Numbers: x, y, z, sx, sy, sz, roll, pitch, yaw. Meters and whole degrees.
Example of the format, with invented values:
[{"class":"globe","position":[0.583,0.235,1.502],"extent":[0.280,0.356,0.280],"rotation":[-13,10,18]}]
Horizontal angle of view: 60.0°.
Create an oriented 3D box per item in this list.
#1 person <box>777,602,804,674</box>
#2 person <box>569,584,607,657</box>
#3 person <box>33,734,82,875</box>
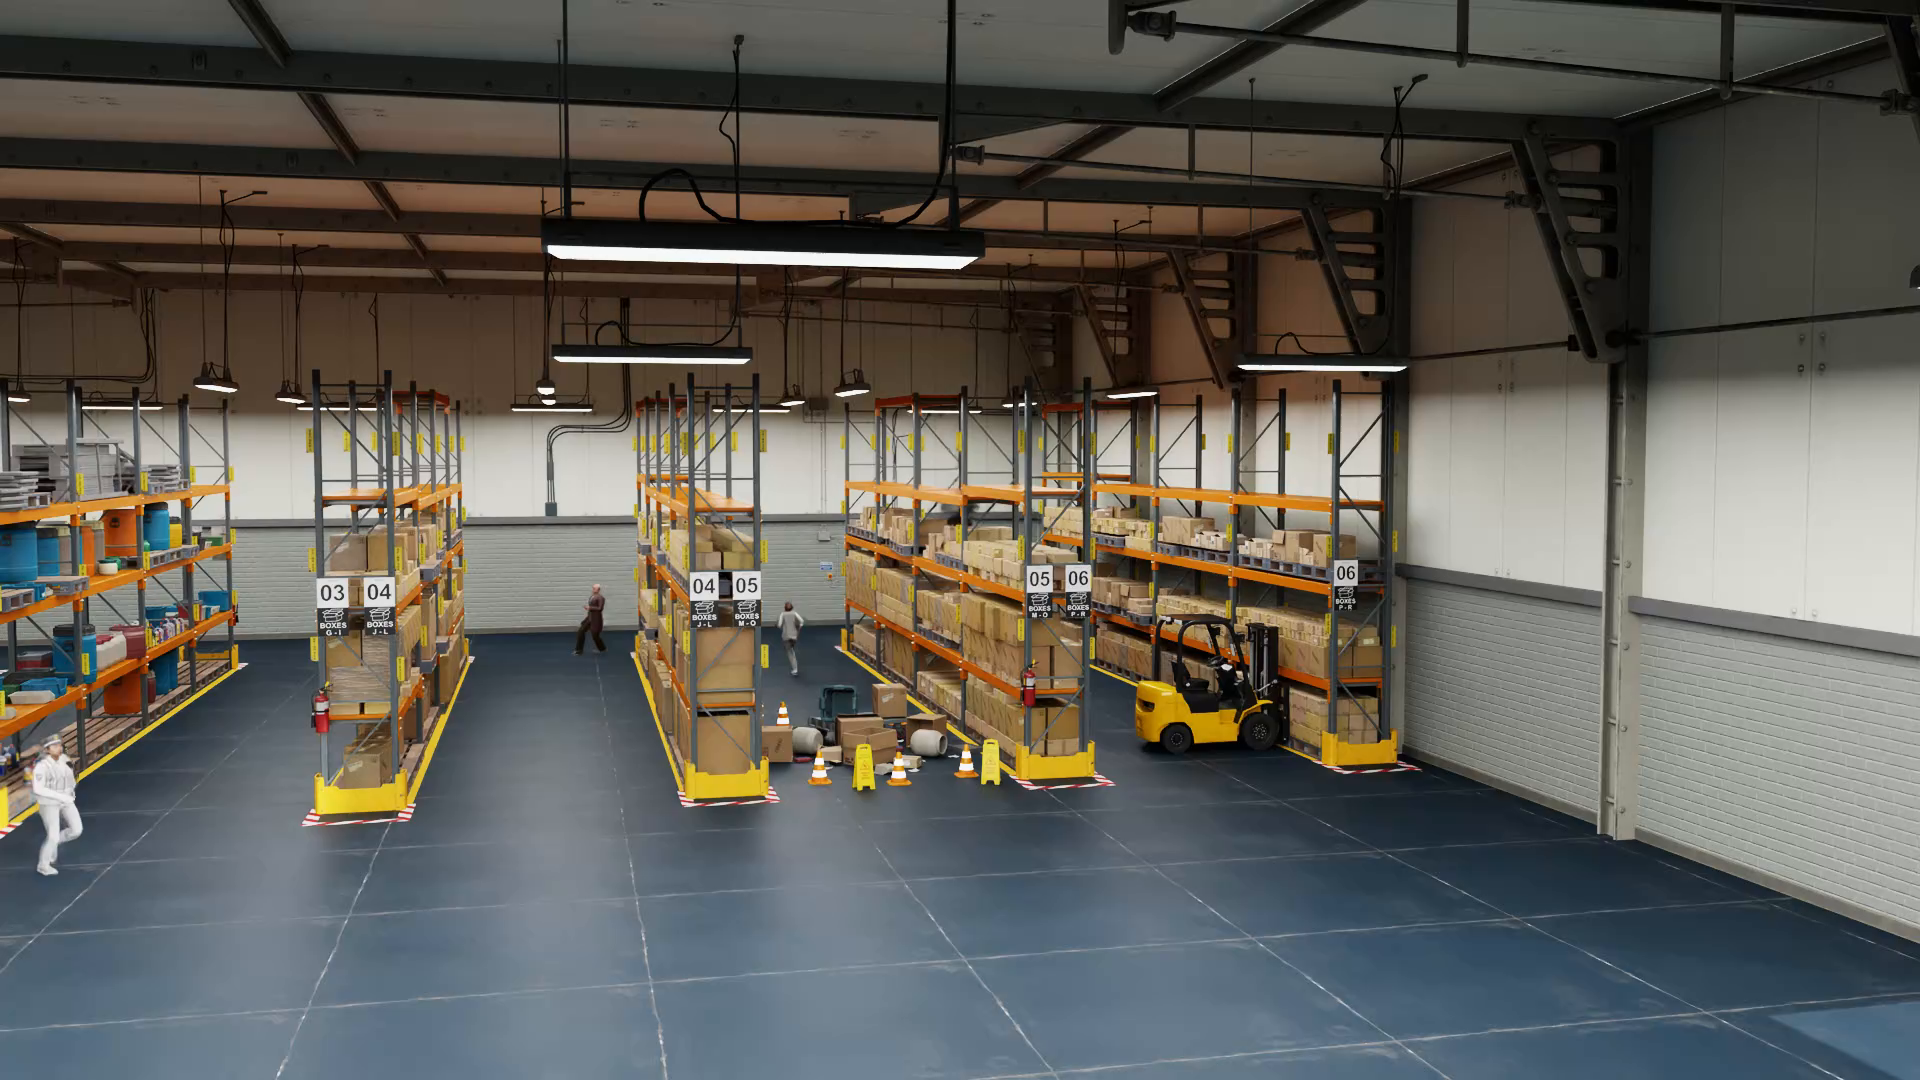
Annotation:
[{"class":"person","position":[-3.686,2.128,36.053],"extent":[0.523,1.584,0.706],"rotation":[-2,4,-25]},{"class":"person","position":[-8.674,1.906,39.271],"extent":[0.700,1.737,0.930],"rotation":[3,4,43]},{"class":"person","position":[-10.461,3.061,19.329],"extent":[0.631,1.655,0.638],"rotation":[1,4,23]}]
